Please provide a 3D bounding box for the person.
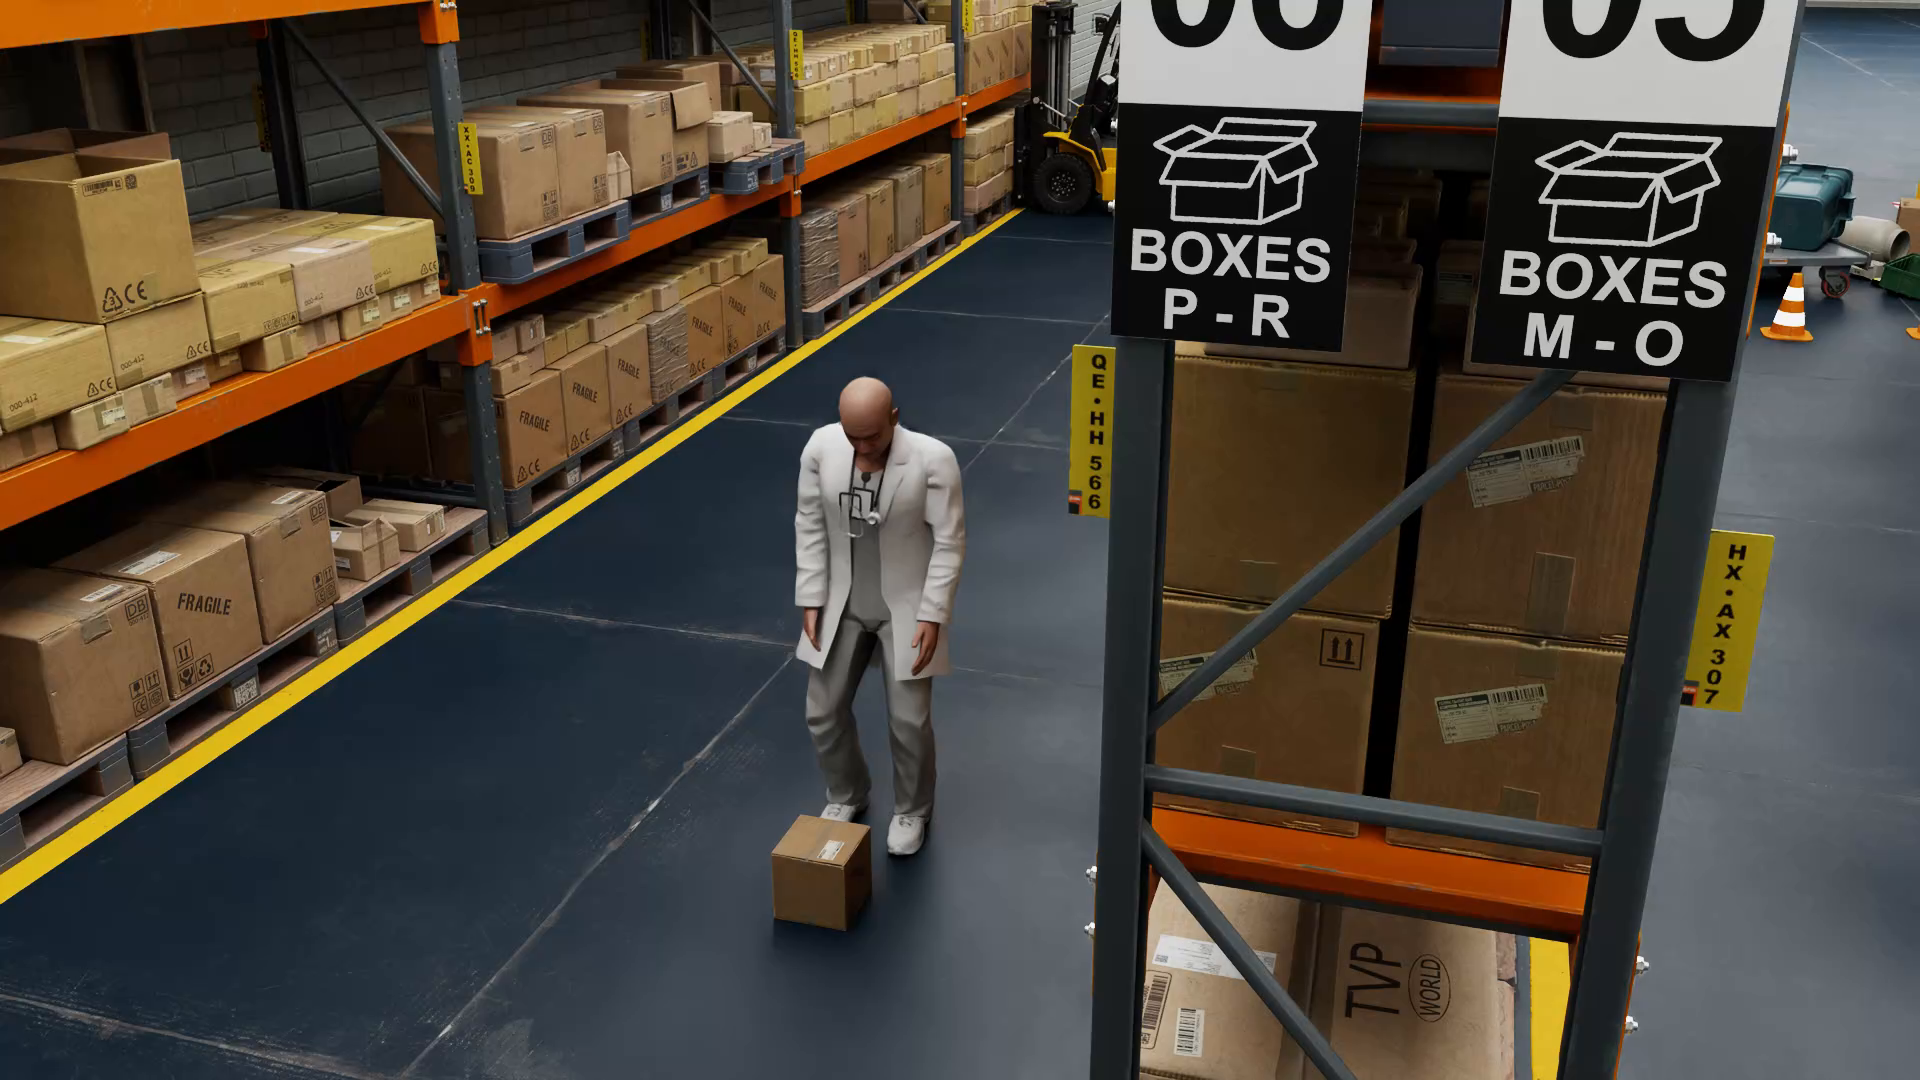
[{"bbox_3d":[-0.300,0.551,5.641,0.613,1.098,0.866,6,23,16],"label":"person"}]
